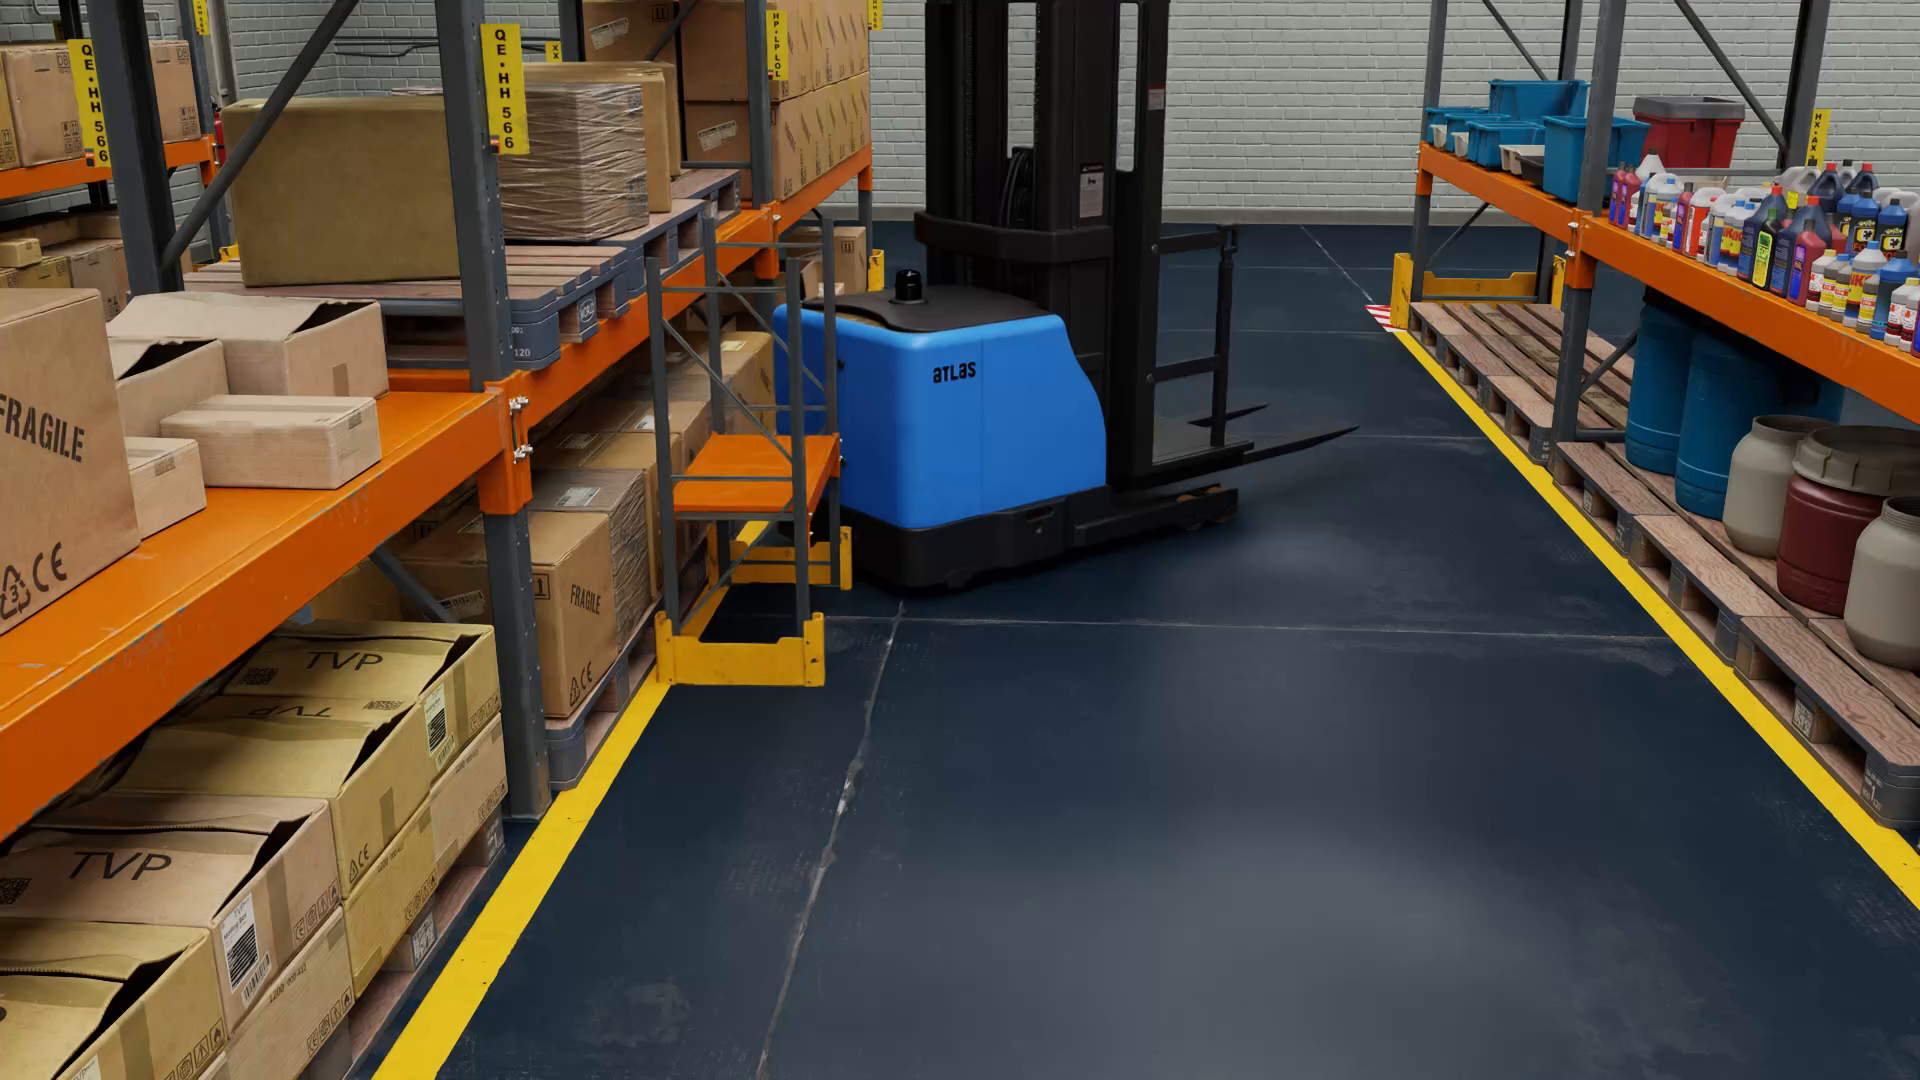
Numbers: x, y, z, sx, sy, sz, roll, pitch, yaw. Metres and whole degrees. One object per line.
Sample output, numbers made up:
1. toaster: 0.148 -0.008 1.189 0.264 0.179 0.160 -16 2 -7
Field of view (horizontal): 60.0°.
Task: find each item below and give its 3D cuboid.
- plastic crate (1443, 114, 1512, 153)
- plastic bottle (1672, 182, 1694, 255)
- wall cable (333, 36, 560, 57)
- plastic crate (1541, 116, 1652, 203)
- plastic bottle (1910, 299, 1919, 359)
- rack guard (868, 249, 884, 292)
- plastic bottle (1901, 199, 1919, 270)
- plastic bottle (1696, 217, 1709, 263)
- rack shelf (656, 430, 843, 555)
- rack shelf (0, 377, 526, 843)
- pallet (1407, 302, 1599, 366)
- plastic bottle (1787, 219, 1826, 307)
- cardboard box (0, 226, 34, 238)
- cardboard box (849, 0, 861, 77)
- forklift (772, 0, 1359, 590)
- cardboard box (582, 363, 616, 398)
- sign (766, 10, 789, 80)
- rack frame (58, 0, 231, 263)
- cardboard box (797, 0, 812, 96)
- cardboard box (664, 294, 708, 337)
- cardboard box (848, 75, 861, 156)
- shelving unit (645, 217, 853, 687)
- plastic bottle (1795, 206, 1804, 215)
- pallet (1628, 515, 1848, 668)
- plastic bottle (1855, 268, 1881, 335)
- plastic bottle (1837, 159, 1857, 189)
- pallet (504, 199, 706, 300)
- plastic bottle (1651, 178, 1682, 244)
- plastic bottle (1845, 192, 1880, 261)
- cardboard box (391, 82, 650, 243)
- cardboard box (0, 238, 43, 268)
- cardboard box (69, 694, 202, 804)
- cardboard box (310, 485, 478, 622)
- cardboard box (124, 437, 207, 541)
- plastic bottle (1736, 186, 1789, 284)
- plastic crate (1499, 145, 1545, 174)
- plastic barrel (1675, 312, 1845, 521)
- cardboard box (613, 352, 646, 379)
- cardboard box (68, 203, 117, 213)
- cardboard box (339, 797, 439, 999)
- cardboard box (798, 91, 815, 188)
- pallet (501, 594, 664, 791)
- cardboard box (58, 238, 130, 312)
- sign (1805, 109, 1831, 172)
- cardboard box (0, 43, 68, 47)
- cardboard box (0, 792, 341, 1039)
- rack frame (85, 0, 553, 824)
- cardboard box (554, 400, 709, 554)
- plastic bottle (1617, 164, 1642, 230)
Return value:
1. plastic crate: 3.392 -2.672 10.932 0.416 0.233 0.300 1 18 4
2. plastic bottle: 2.983 -1.319 6.817 0.061 0.283 0.133 1 18 4
3. wall cable: -5.334 -6.342 17.312 3.097 2.526 0.112 1 18 4
4. plastic crate: 3.192 -1.928 8.418 0.392 0.384 0.575 1 18 4
5. plastic bottle: 2.832 -0.663 4.818 0.061 0.283 0.133 1 18 4
6. rack guard: -1.160 -1.897 12.409 1.175 0.500 0.348 1 18 4
7. plastic bottle: 3.704 -1.182 6.412 0.152 0.276 0.135 1 18 4
8. plastic bottle: 2.984 -1.202 6.592 0.097 0.201 0.097 0 18 0
9. rack shelf: -0.754 -0.192 6.179 0.538 0.185 1.000 1 18 2
10. rack shelf: -1.872 0.339 2.725 1.077 0.370 4.000 1 18 4
11. pallet: 3.688 -1.416 11.406 1.003 0.211 1.213 1 18 4
12. plastic bottle: 2.897 -0.947 5.682 0.061 0.283 0.133 1 18 4
13. cardboard box: -6.326 -1.968 10.909 0.380 0.149 0.250 1 18 4
14. cardboard box: -0.948 -3.330 11.001 0.500 0.500 0.500 2 18 5
15. forklift: 0.655 -1.546 7.434 3.031 2.935 1.130 -14 23 -37
16. cardboard box: -1.791 -0.788 7.115 0.500 0.250 0.500 1 18 4
17. sign: -0.888 -2.405 8.086 0.100 0.325 0.005 1 18 4
18. rack frame: -6.096 -3.218 12.426 1.000 3.000 0.127 1 18 4
19. cardboard box: -1.091 -2.689 9.046 0.500 0.500 0.500 1 18 2
20. cardboard box: -1.684 -1.070 9.181 0.500 0.500 0.500 1 18 4
21. cardboard box: -0.949 -2.849 11.141 0.500 0.500 0.500 1 18 4
22. shelving unit: -0.754 -0.366 6.131 0.587 1.500 1.083 1 18 2
23. plastic bottle: 3.097 -1.099 6.167 0.097 0.271 0.097 0 18 0
24. pallet: 3.317 0.189 6.506 1.003 0.211 1.213 1 18 4
25. plastic bottle: 2.880 -0.751 5.215 0.097 0.201 0.097 0 18 0
26. plastic bottle: 3.759 -1.438 7.074 0.144 0.351 0.185 1 18 4
27. pallet: -1.593 -1.137 6.383 1.003 0.211 1.213 1 18 4
28. plastic bottle: 3.024 -1.409 7.112 0.097 0.271 0.097 0 18 0
29. plastic bottle: 3.595 -1.249 6.623 0.097 0.271 0.097 0 18 0
30. cardboard box: -1.540 -1.349 5.887 0.700 0.500 0.500 5 19 14
31. cardboard box: -5.983 -1.790 10.366 0.380 0.149 0.250 1 18 2
32. cardboard box: -2.088 0.536 3.810 0.500 0.311 0.500 1 18 3
33. cardboard box: -1.895 0.059 5.732 0.500 0.500 0.500 2 18 6
34. cardboard box: -1.764 -0.107 3.336 0.380 0.149 0.250 3 18 8
35. plastic bottle: 2.973 -1.126 6.121 0.144 0.351 0.185 1 18 4
36. plastic crate: 3.324 -2.205 9.662 0.293 0.136 0.466 1 18 4
37. plastic barrel: 3.392 -0.568 7.035 0.600 0.901 0.708 1 18 4
38. cardboard box: -1.746 -0.576 7.673 0.500 0.500 0.500 2 18 5
39. cardboard box: -6.237 -2.361 12.110 0.380 0.149 0.250 1 18 4
40. cardboard box: -1.556 0.812 3.868 0.500 0.250 0.500 1 18 3
41. cardboard box: -1.100 -2.225 9.235 0.500 0.500 0.500 2 18 5
42. pallet: -1.637 0.470 5.648 1.003 0.211 1.213 1 18 4
43. cardboard box: -6.082 -1.854 11.605 0.700 0.500 0.500 1 18 4
44. sign: 4.047 -1.873 7.877 0.100 0.325 0.005 1 18 4
45. cardboard box: -6.164 -2.975 11.205 0.980 0.700 0.700 1 18 3
46. cardboard box: -1.590 0.703 3.300 0.500 0.311 0.500 1 18 4
47. rack frame: -1.728 -0.624 4.509 1.000 3.000 0.127 1 18 4
48. cardboard box: -1.305 -0.260 6.709 0.500 0.500 0.500 1 18 2
49. plastic bottle: 3.037 -1.553 7.533 0.061 0.283 0.133 1 18 4
